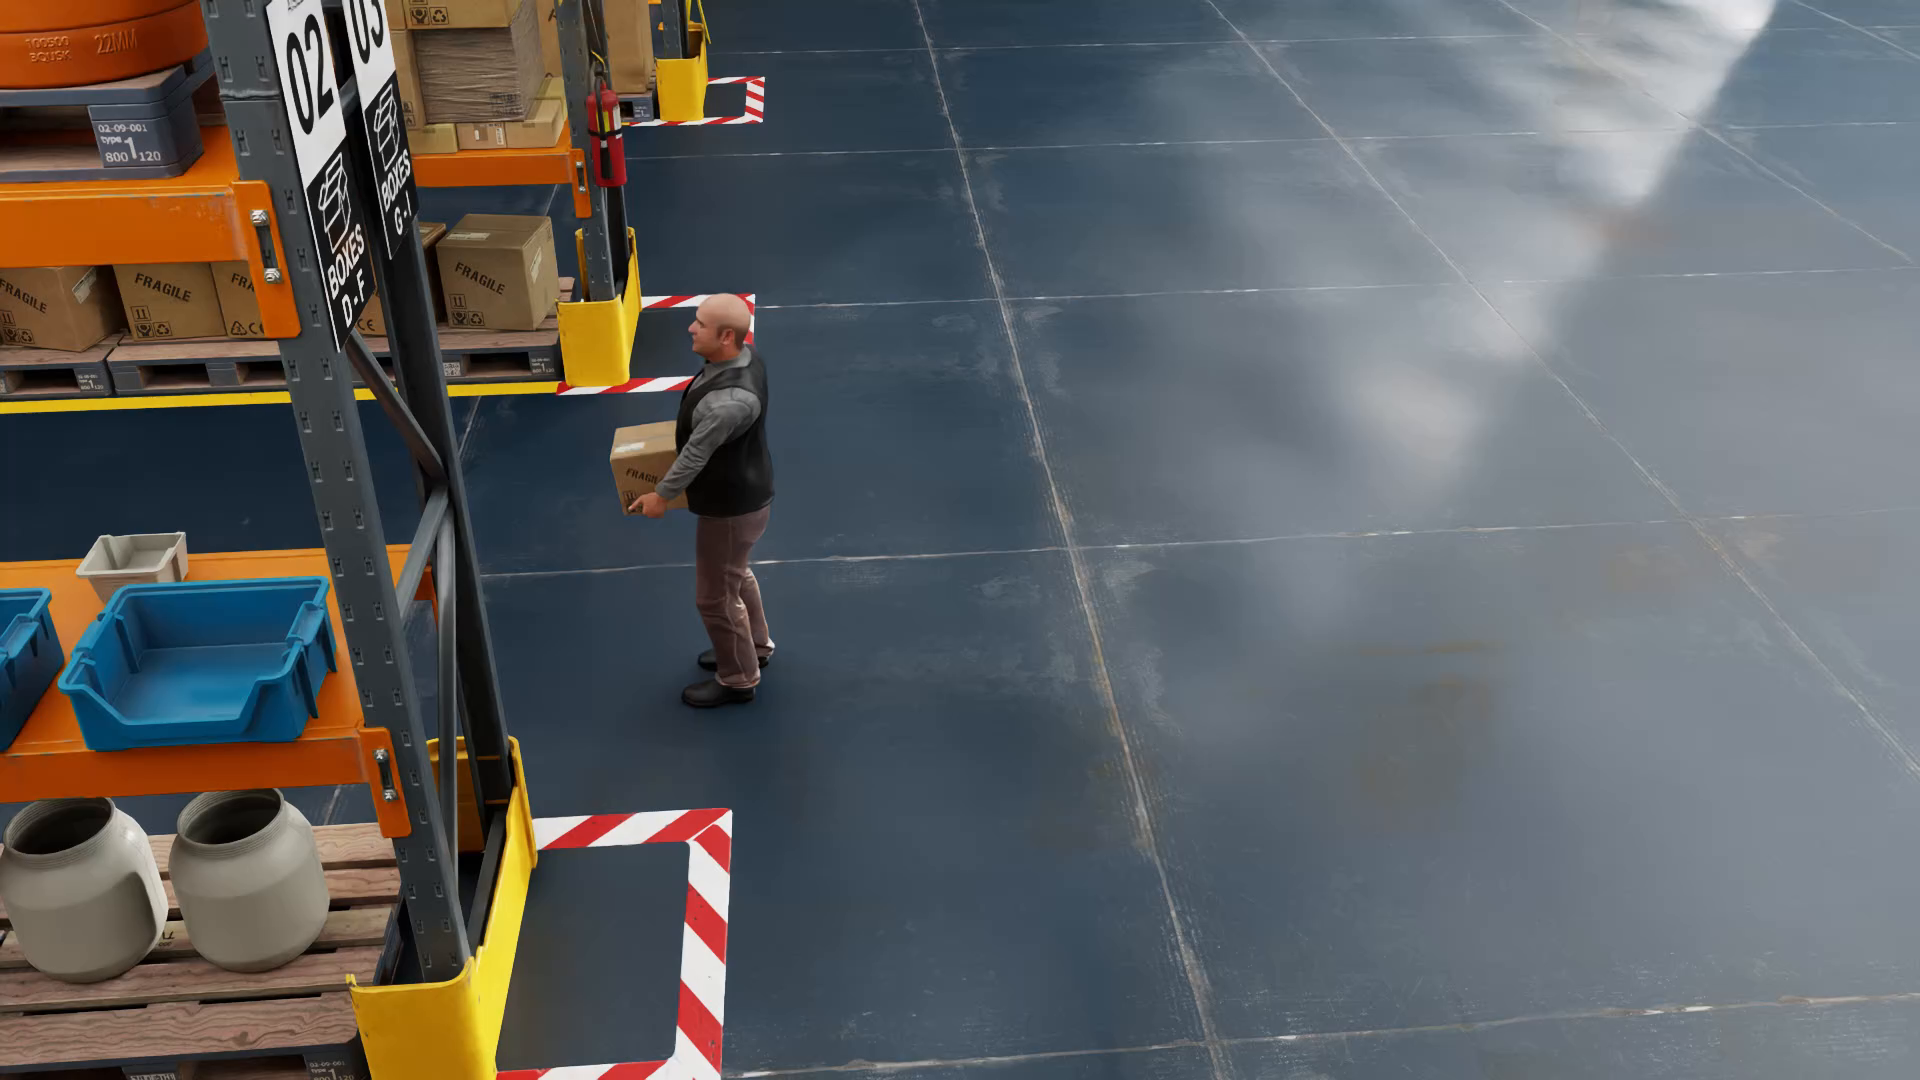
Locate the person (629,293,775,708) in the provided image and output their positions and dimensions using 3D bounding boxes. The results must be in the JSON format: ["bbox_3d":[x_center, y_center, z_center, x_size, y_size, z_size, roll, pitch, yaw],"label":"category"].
[{"bbox_3d":[-0.981,-0.138,6.394,0.546,1.717,0.495,-2,31,-4],"label":"person"}]
